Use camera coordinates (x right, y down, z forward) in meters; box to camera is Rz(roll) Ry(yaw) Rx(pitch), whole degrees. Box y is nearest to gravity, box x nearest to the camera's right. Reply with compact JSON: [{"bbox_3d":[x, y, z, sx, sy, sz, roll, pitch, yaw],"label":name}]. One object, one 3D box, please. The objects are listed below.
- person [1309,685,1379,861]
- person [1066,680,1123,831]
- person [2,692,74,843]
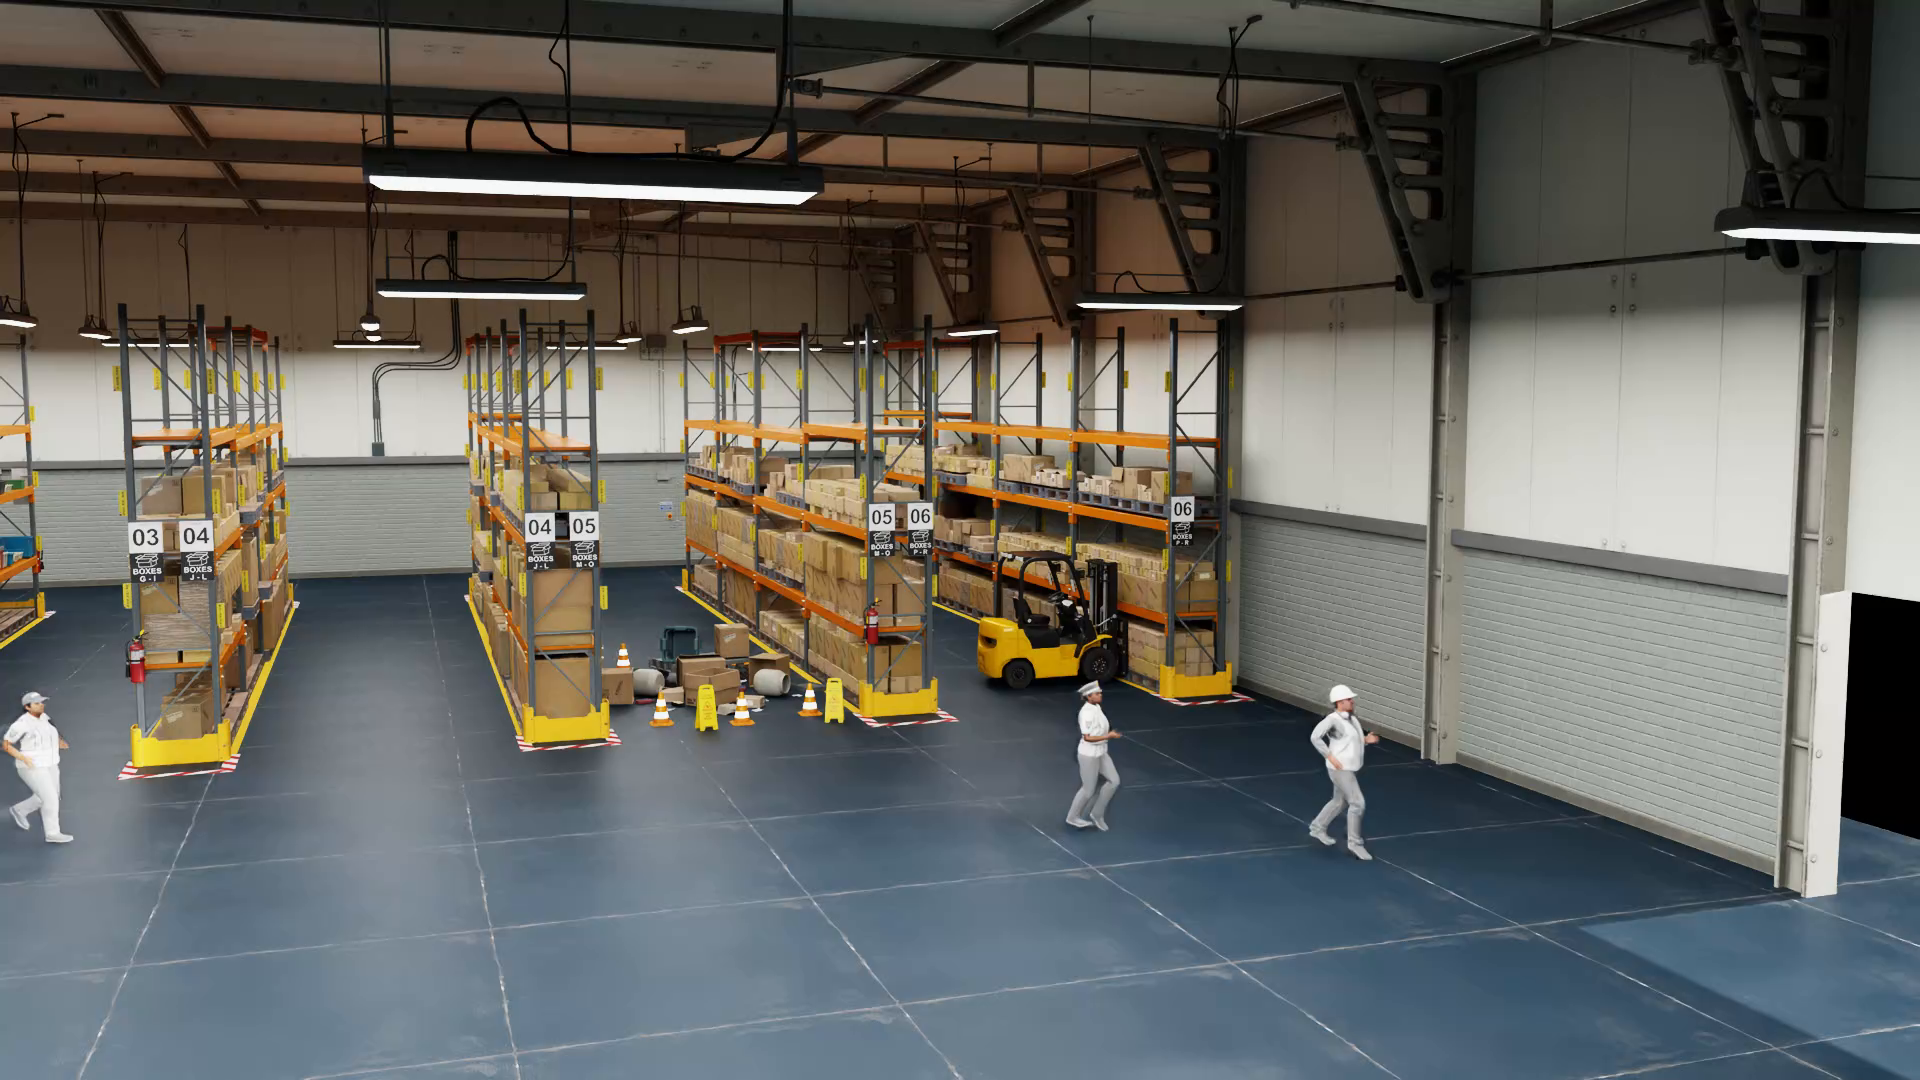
[{"bbox_3d":[4.058,2.445,17.629,0.747,1.825,0.643,3,6,31],"label":"person"},{"bbox_3d":[1.519,2.418,18.528,0.665,1.726,0.555,3,6,25],"label":"person"},{"bbox_3d":[-10.081,2.470,18.137,0.823,1.634,0.620,1,5,8],"label":"person"}]
